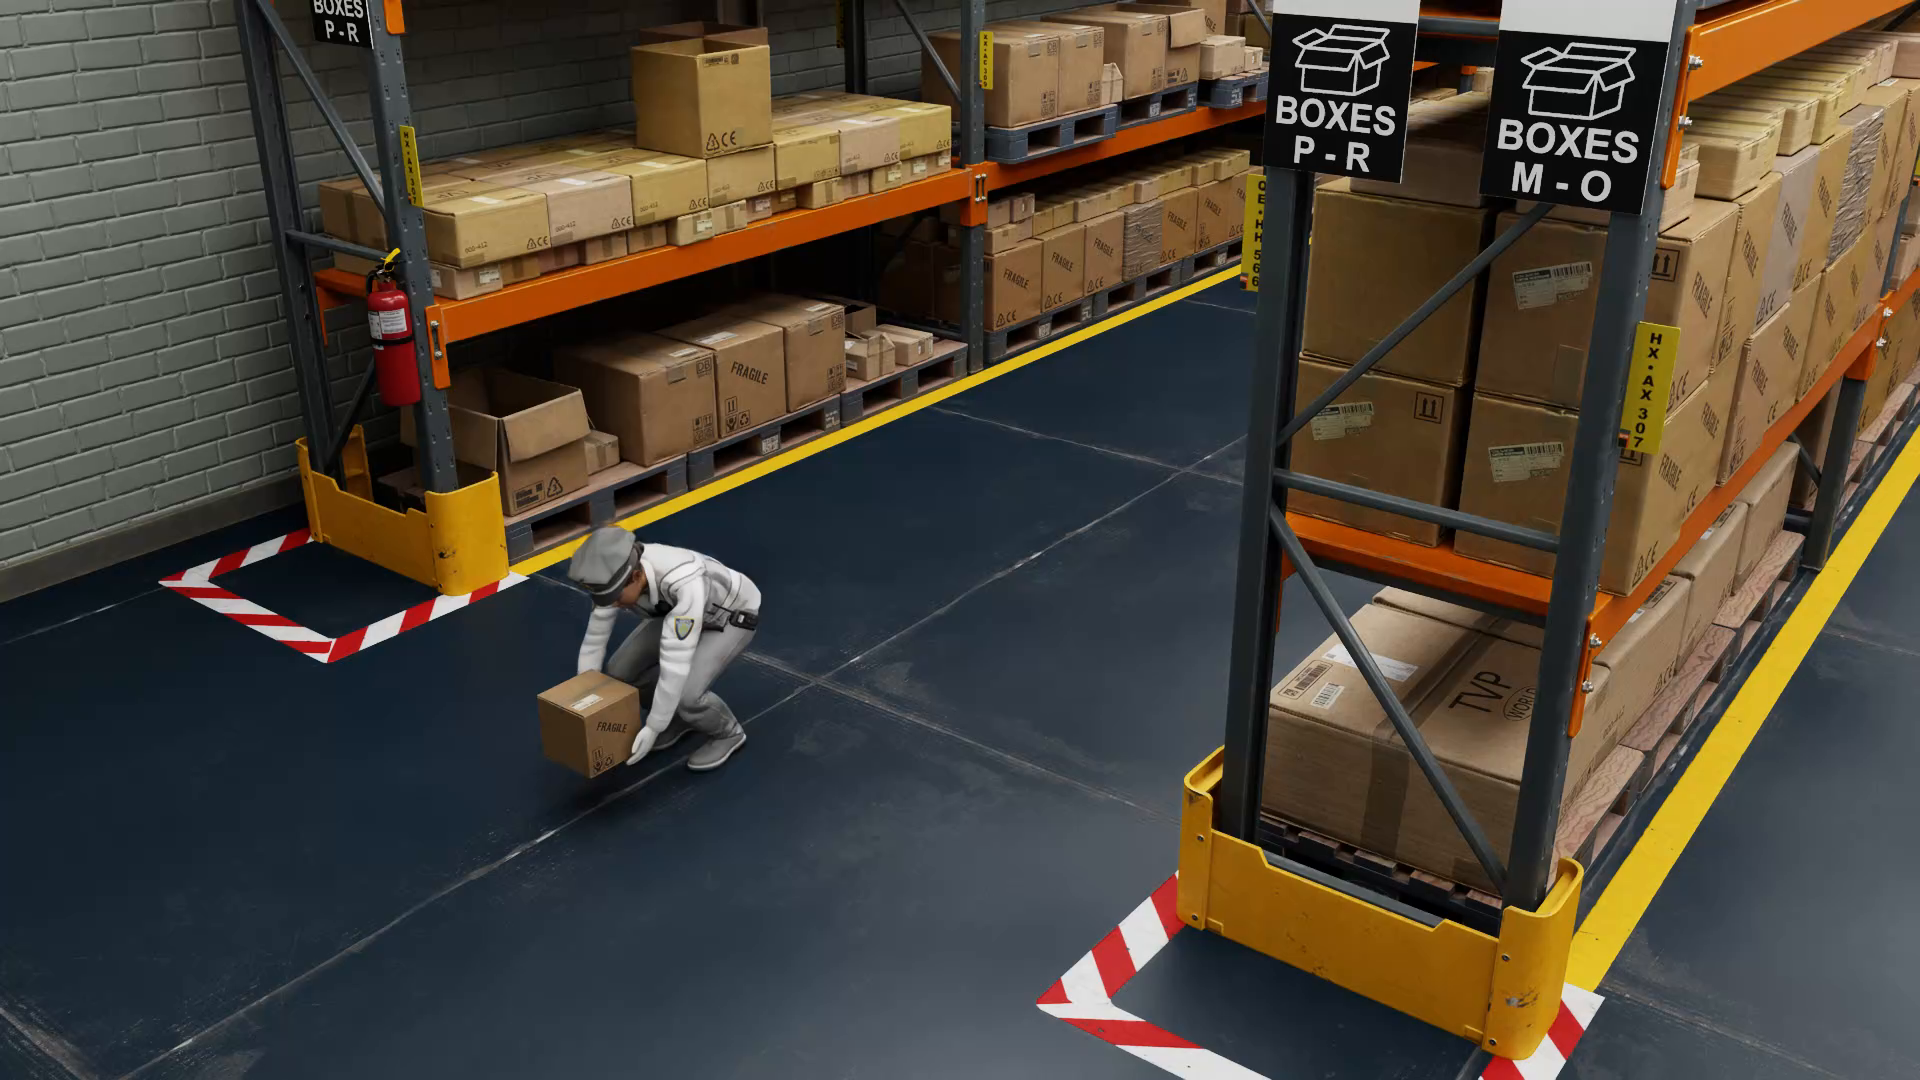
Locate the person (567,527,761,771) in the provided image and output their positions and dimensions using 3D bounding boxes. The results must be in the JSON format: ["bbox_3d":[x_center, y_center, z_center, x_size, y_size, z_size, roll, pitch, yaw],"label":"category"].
[{"bbox_3d":[-1.059,0.363,6.061,0.501,1.036,0.820,17,29,33],"label":"person"}]
